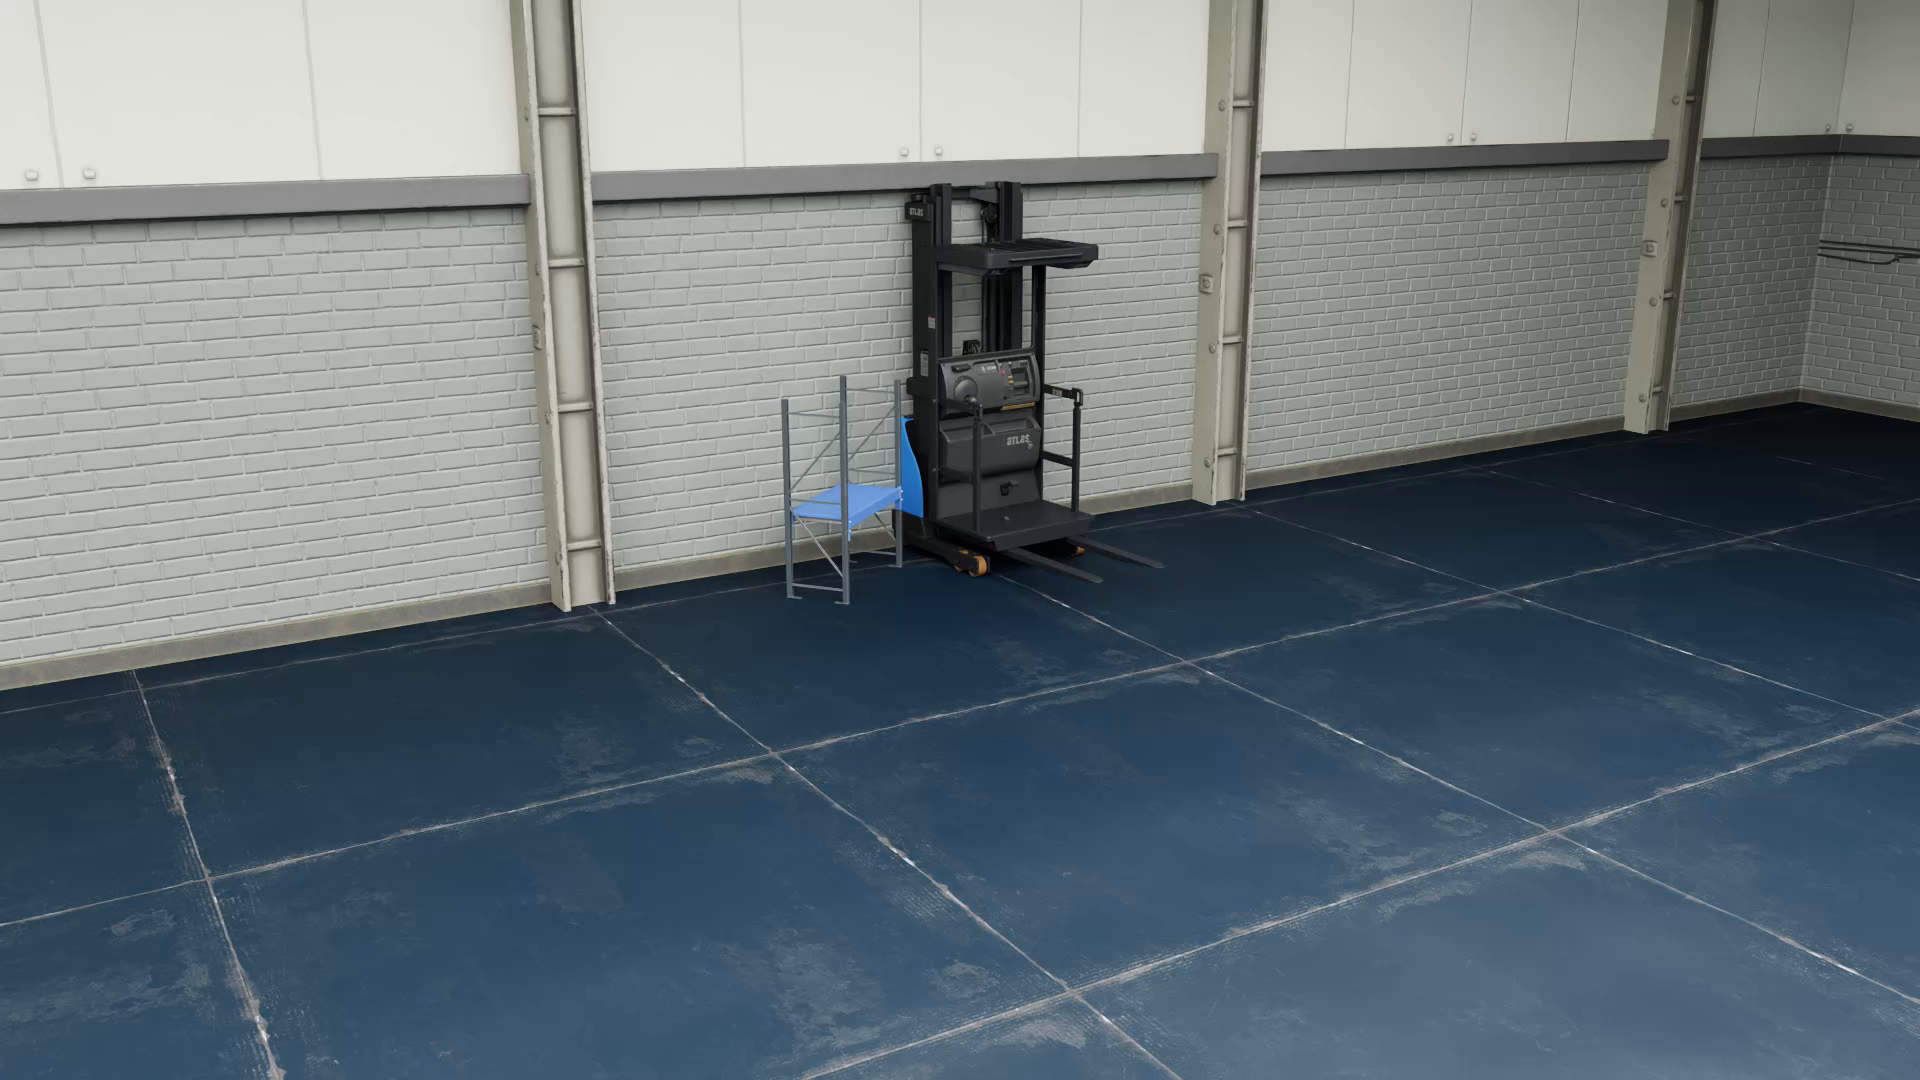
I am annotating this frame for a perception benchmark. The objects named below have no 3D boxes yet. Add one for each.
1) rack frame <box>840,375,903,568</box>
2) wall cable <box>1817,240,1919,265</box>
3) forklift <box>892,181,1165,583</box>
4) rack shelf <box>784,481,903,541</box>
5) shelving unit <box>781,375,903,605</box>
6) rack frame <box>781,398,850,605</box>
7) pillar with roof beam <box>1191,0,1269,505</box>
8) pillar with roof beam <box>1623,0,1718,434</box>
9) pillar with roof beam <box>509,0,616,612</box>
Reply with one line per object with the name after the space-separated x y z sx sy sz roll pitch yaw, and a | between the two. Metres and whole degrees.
-0.693 -0.530 13.020 0.500 1.500 0.032 6 17 20 | rack frame
10.712 -4.152 17.802 0.112 2.526 3.097 -9 18 -30 | wall cable
0.370 -1.274 13.025 1.130 2.935 3.031 -11 19 -35 | forklift
-0.871 -0.228 12.610 0.538 0.185 1.000 6 17 20 | rack shelf
-0.871 -0.401 12.562 0.538 1.500 1.048 6 17 20 | shelving unit
-1.049 -0.273 12.103 0.500 1.500 0.032 6 17 20 | rack frame
4.580 -3.713 10.485 0.400 9.000 9.100 -9 18 -30 | pillar with roof beam
9.723 -4.548 13.461 0.400 9.000 9.100 -9 18 -30 | pillar with roof beam
-0.563 -2.879 7.510 0.400 9.000 9.100 -9 18 -30 | pillar with roof beam
